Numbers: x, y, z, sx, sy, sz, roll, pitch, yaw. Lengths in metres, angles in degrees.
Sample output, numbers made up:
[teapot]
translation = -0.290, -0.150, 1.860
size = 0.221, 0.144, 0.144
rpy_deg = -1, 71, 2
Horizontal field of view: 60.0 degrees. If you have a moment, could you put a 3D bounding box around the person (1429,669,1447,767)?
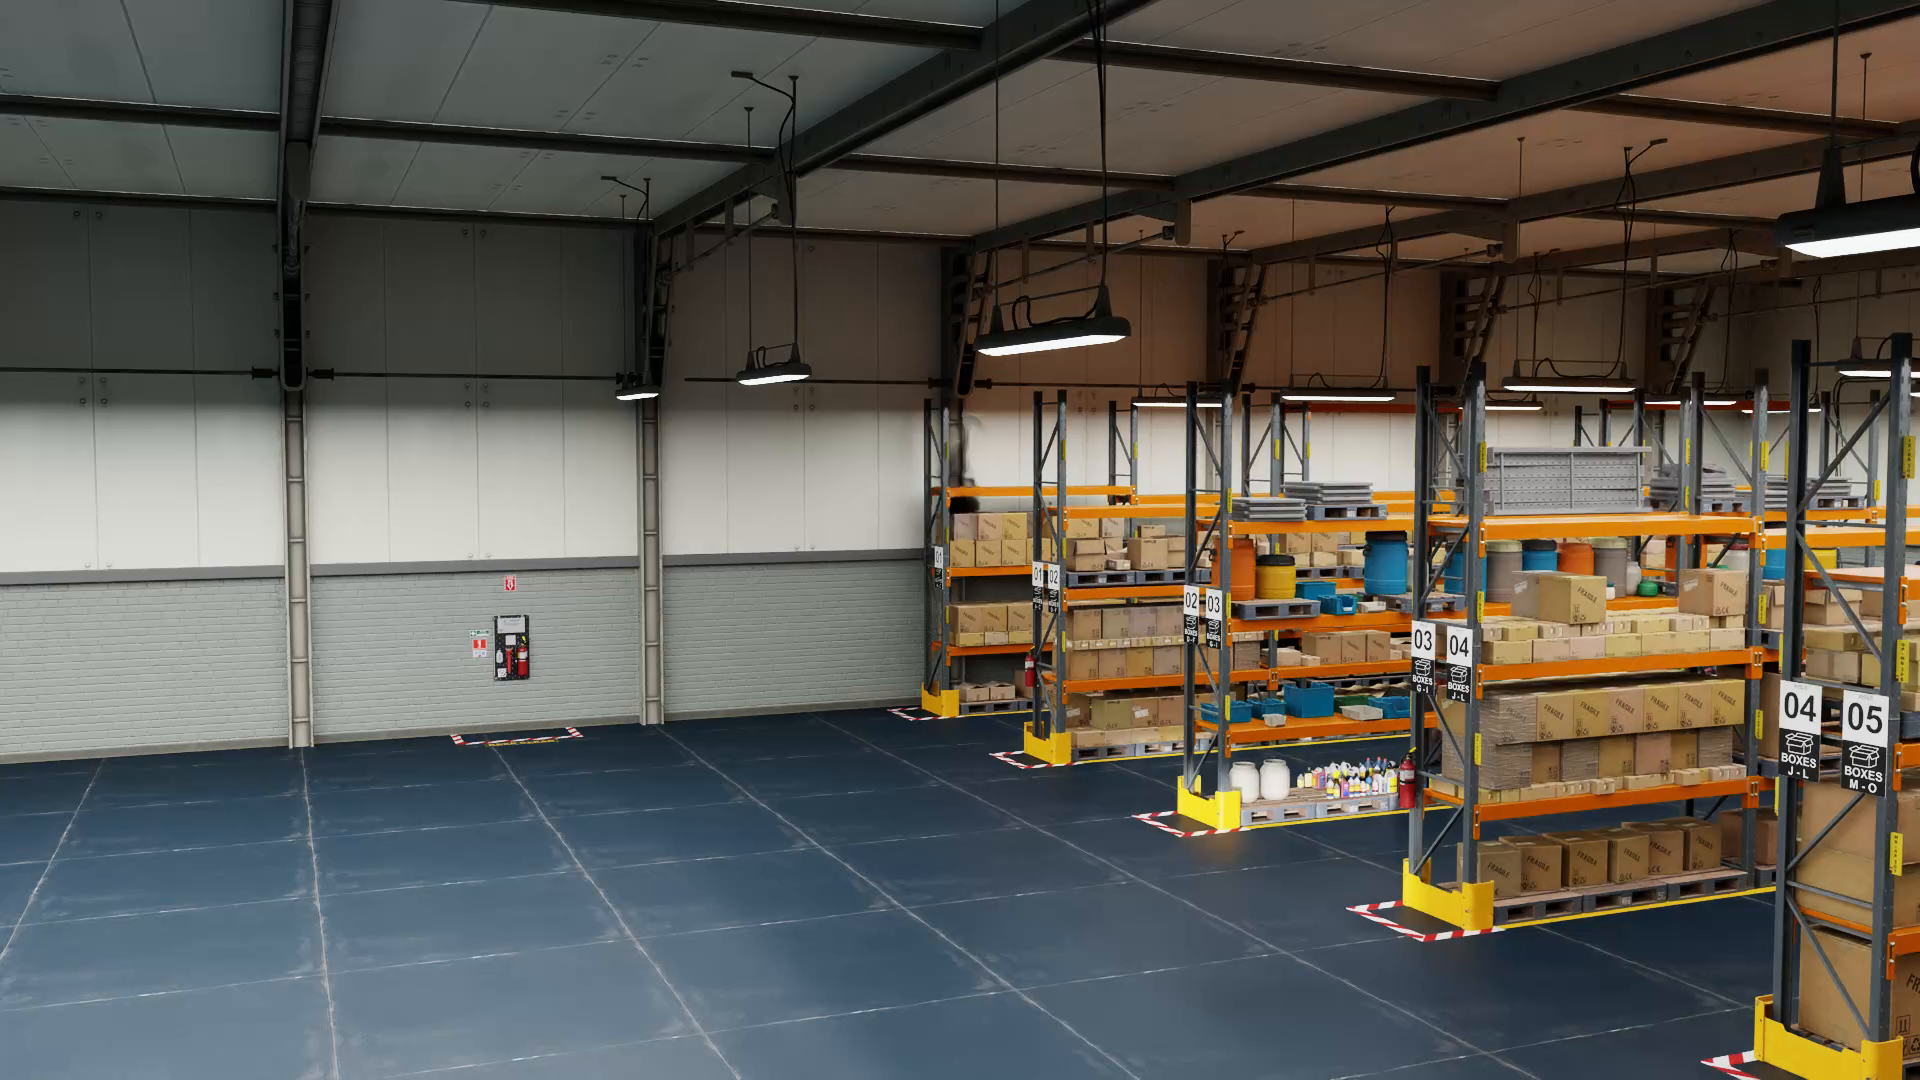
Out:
[person]
translation = 7.708, 2.771, 26.572
size = 0.599, 1.684, 0.660
rpy_deg = -1, 4, -21
